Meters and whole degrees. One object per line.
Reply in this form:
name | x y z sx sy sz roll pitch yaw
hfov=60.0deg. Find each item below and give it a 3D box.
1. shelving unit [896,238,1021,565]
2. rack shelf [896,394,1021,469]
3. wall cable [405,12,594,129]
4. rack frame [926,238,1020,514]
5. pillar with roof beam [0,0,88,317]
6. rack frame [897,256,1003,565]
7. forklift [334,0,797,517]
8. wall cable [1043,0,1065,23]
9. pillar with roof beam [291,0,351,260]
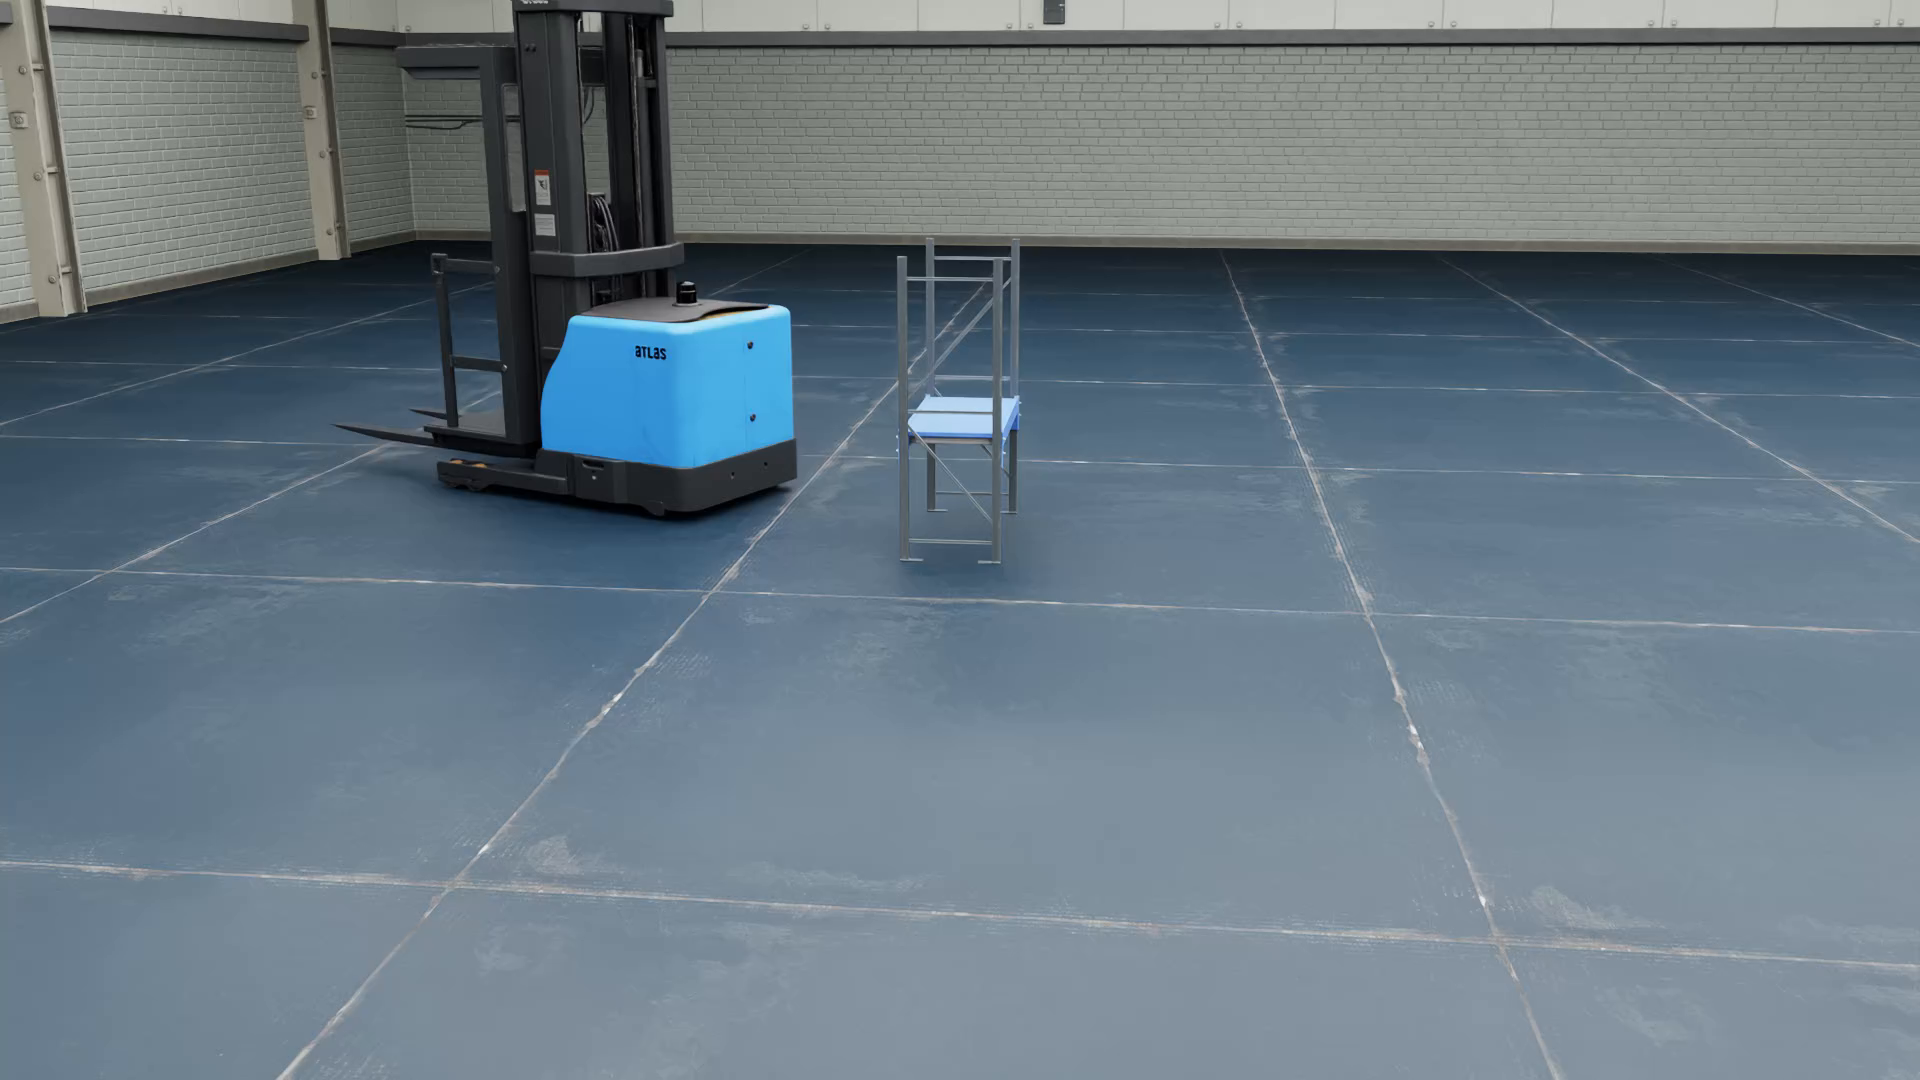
shelving unit | 0.010 -0.746 8.548 0.538 1.500 1.048 2 15 6
rack shelf | 0.010 -0.572 8.595 0.538 0.185 1.000 2 15 6
wall cable | -7.076 -7.494 25.084 3.097 2.526 0.112 2 15 6
rack frame | 0.067 -0.878 9.036 0.500 1.500 0.032 2 15 6
pillar with roof beam | -5.121 -6.584 15.773 9.100 9.000 0.400 2 15 6
rack frame | -0.048 -0.614 8.061 0.500 1.500 0.032 2 15 6
forklift | -2.484 -1.804 9.718 3.031 2.935 1.130 9 17 29
wall cable | 2.355 -10.351 23.186 2.305 6.003 0.169 2 15 6
pillar with roof beam | -4.444 -8.141 21.528 9.100 9.000 0.400 2 15 6
